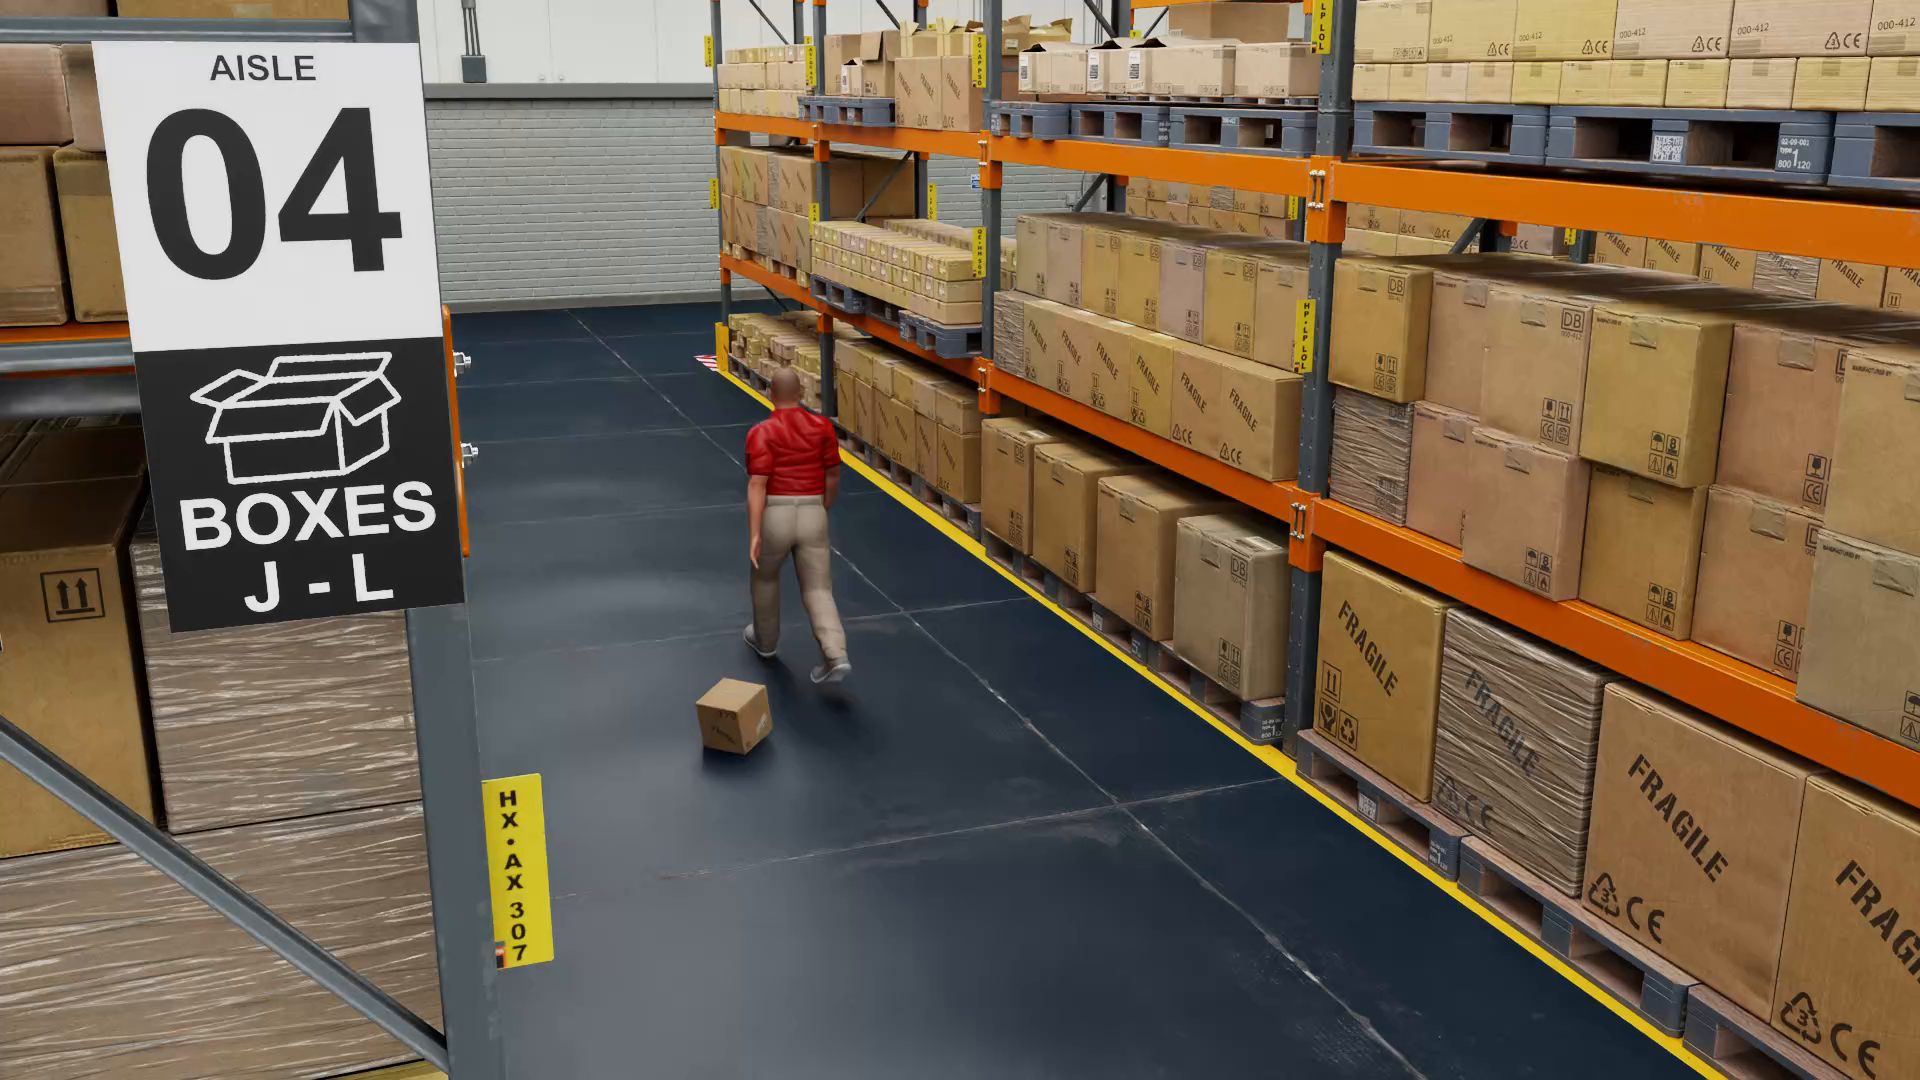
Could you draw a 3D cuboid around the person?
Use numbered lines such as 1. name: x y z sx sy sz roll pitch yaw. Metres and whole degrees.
1. person: -0.893 -0.089 8.932 0.578 1.662 1.115 -6 16 -19
